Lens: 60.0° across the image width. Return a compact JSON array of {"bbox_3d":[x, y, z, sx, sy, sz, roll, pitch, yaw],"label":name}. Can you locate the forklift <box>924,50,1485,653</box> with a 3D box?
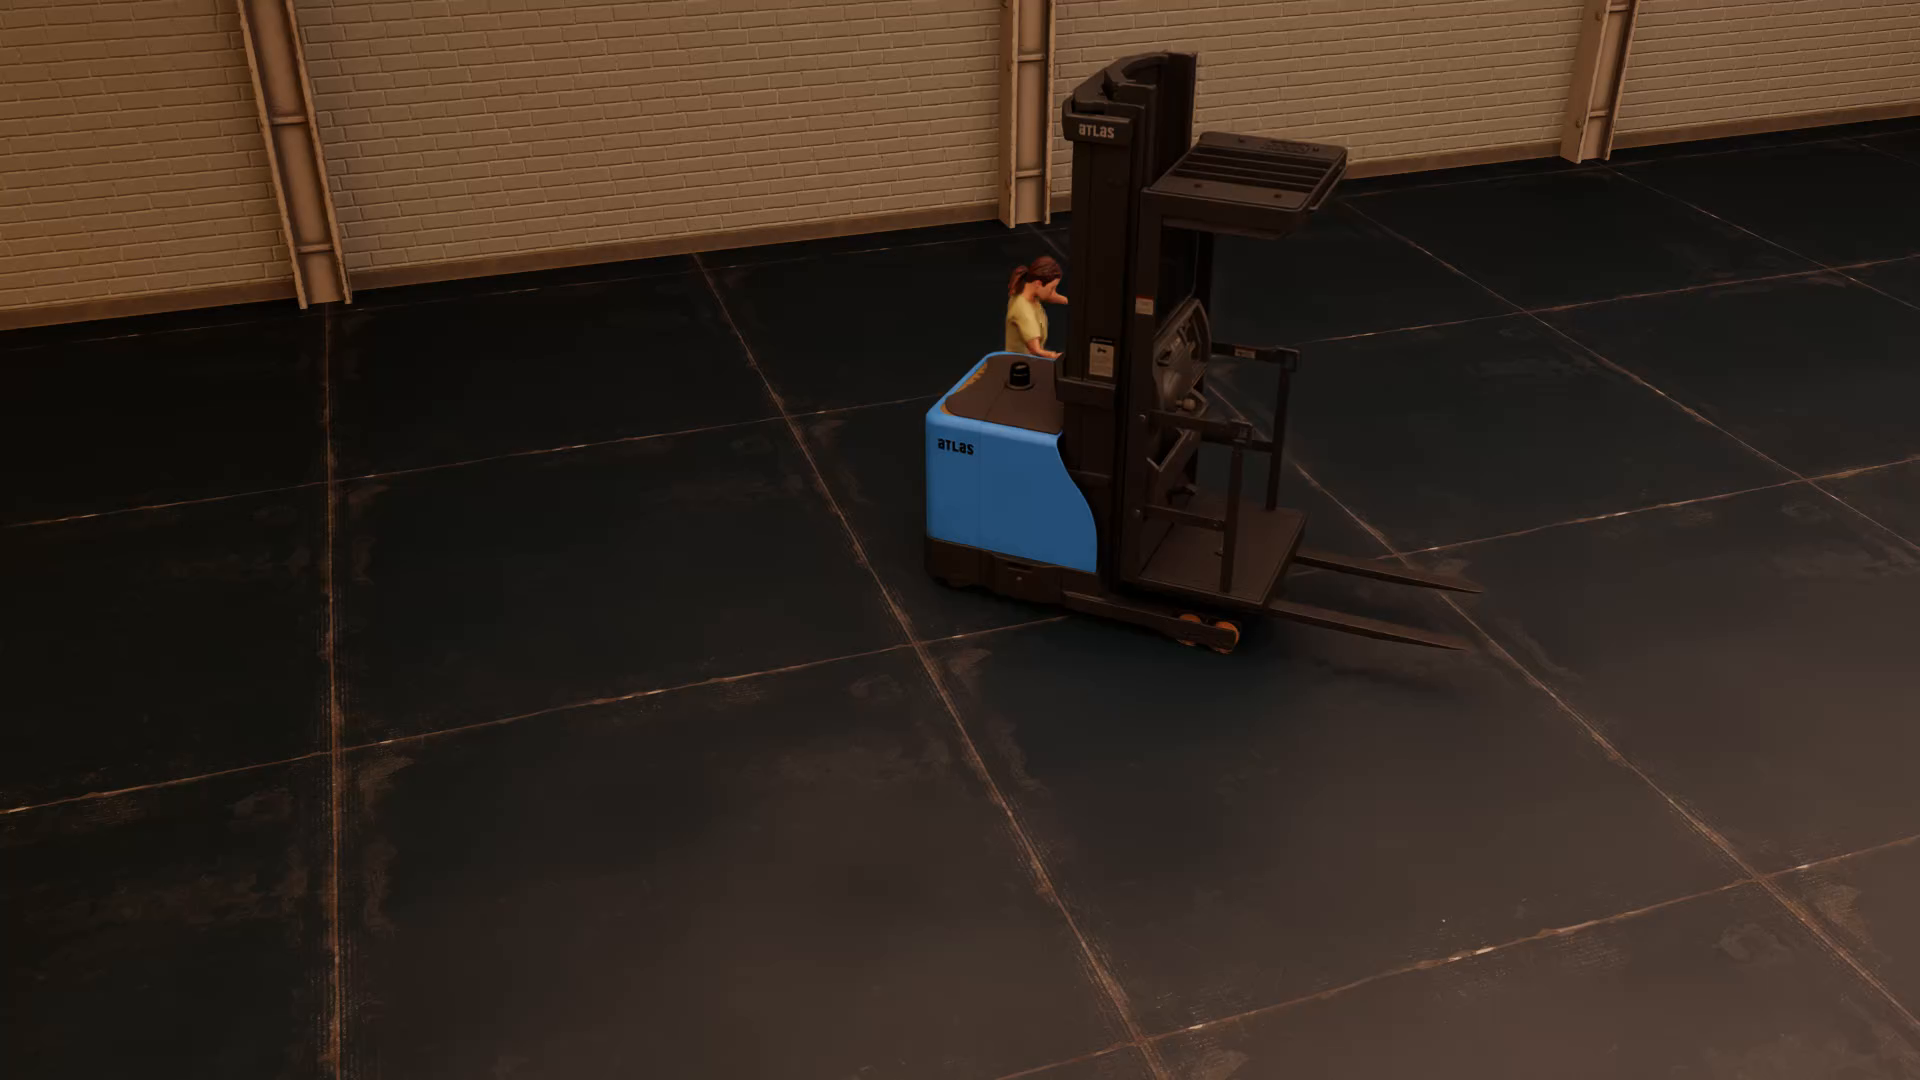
[{"bbox_3d":[1.359,-0.964,8.762,3.031,2.935,1.130,12,32,20],"label":"forklift"}]

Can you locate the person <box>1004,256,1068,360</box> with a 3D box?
[{"bbox_3d":[0.581,-1.087,10.454,0.825,1.486,1.213,1,30,2],"label":"person"}]
